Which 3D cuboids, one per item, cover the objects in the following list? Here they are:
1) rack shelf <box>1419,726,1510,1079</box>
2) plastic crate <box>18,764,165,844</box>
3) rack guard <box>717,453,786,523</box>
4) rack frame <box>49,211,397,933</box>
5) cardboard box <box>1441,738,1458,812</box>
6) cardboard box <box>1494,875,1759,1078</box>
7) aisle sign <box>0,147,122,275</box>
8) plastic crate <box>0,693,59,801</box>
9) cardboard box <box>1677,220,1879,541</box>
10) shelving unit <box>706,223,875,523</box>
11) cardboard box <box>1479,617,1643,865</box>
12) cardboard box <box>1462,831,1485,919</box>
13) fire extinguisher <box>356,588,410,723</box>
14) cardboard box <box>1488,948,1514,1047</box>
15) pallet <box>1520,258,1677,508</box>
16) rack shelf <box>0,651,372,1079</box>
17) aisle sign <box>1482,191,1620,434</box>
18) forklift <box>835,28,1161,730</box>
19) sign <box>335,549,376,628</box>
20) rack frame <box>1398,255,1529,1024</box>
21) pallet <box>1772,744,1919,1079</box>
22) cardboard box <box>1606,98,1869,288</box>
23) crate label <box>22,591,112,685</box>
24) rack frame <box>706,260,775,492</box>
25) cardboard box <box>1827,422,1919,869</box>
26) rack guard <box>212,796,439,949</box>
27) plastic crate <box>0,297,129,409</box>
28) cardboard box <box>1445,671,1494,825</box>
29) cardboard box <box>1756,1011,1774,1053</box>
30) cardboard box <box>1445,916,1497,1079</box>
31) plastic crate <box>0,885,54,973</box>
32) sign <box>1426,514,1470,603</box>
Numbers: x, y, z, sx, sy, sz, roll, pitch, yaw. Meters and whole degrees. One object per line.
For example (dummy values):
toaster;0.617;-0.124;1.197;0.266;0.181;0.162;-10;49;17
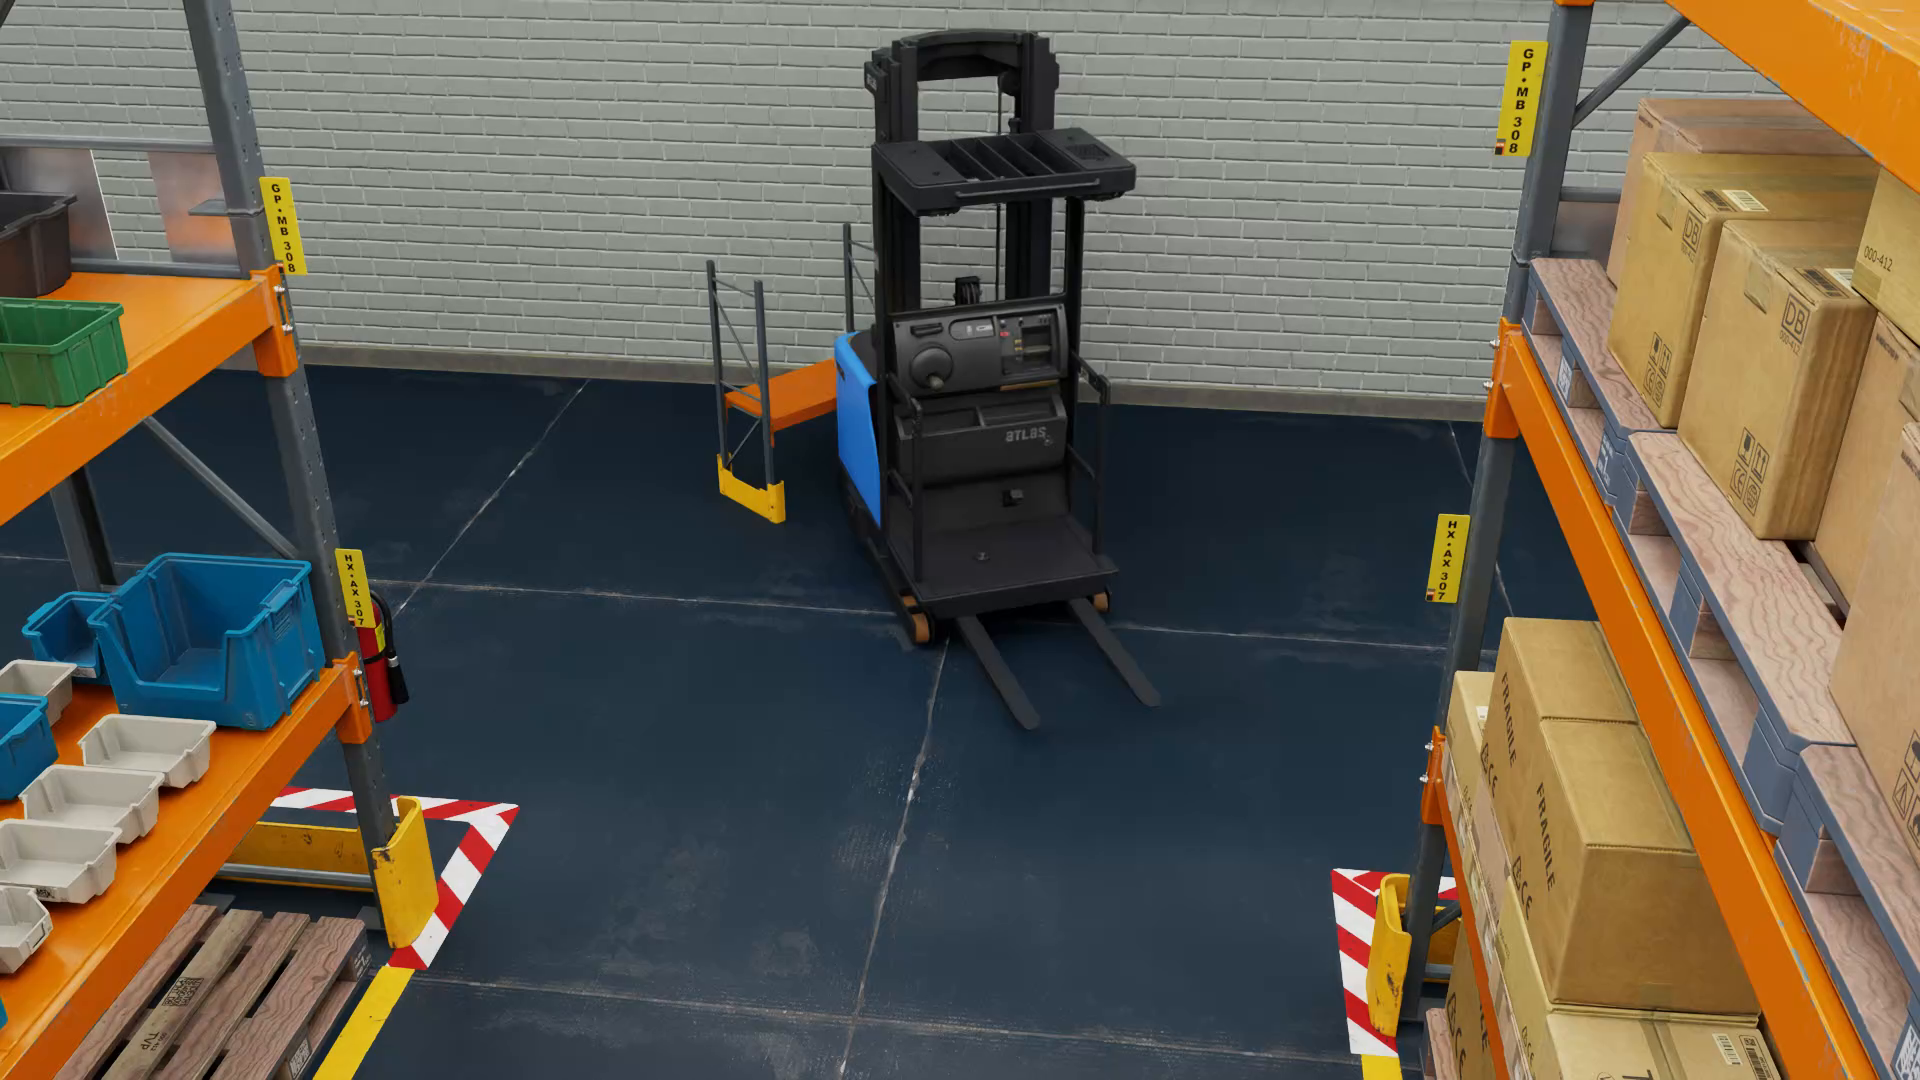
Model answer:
rack shelf;1.911;1.772;4.057;1.077;0.370;4.000;3;28;6
plastic crate;-2.730;0.845;5.233;0.396;0.136;0.243;3;28;6
rack guard;-1.267;-0.322;10.084;0.087;0.250;0.587;-24;36;-37
rack frame;-2.760;0.226;6.168;1.000;3.000;0.127;3;28;6
cardboard box;1.785;0.772;5.419;0.380;0.149;0.250;4;29;7
cardboard box;1.707;1.140;4.315;0.500;0.250;0.500;2;28;4
aisle sign;-3.046;-0.970;5.647;0.394;0.787;0.004;3;28;6
plastic crate;-3.197;0.680;5.438;0.416;0.233;0.300;3;28;6
cardboard box;1.941;-0.328;3.380;0.700;0.500;0.500;1;28;3
shelving unit;-0.903;-1.033;10.086;1.083;1.500;0.587;-24;36;-37
cardboard box;1.768;0.564;4.594;0.500;0.500;0.500;3;28;5
cardboard box;1.724;1.014;4.971;0.380;0.149;0.250;3;28;5
fire extinguisher;-2.290;0.379;6.358;0.296;0.674;0.183;3;28;6
cardboard box;1.661;1.256;4.521;0.380;0.149;0.250;3;28;5
pallet;2.075;-0.418;4.294;1.003;0.211;1.213;3;28;6
rack shelf;-3.005;1.484;4.591;1.077;0.370;4.000;3;28;6
aisle sign;1.867;-0.682;5.113;0.394;0.787;0.004;3;28;6
forklift;0.177;-0.954;8.431;1.130;2.935;3.031;-8;29;-15
sign;-2.212;0.178;6.084;0.100;0.325;0.005;3;28;6
rack frame;2.156;0.514;5.634;1.000;3.000;0.127;3;28;6
pallet;1.776;0.731;2.162;1.003;0.211;1.213;3;28;6
cardboard box;2.145;-0.832;4.315;0.700;0.500;0.500;2;28;3
crate label;-3.117;0.370;6.014;0.416;0.233;0.303;3;28;6
rack frame;-1.281;-0.866;9.776;0.032;1.500;0.500;-24;36;-37
cardboard box;1.772;0.178;2.440;0.700;0.500;0.500;5;29;9
rack guard;-2.770;1.314;6.783;1.175;0.500;0.348;3;28;6
plastic crate;-2.597;-0.521;4.614;0.450;0.188;0.336;3;28;6
cardboard box;1.829;0.659;5.209;0.500;0.250;0.500;3;28;5
cardboard box;2.235;1.171;4.259;0.500;0.250;0.500;2;28;4
cardboard box;2.157;1.570;5.470;0.875;0.875;0.875;3;28;6
plastic crate;-2.758;1.118;4.726;0.298;0.136;0.250;3;28;6
sign;1.606;0.063;5.475;0.100;0.325;0.005;3;28;6
